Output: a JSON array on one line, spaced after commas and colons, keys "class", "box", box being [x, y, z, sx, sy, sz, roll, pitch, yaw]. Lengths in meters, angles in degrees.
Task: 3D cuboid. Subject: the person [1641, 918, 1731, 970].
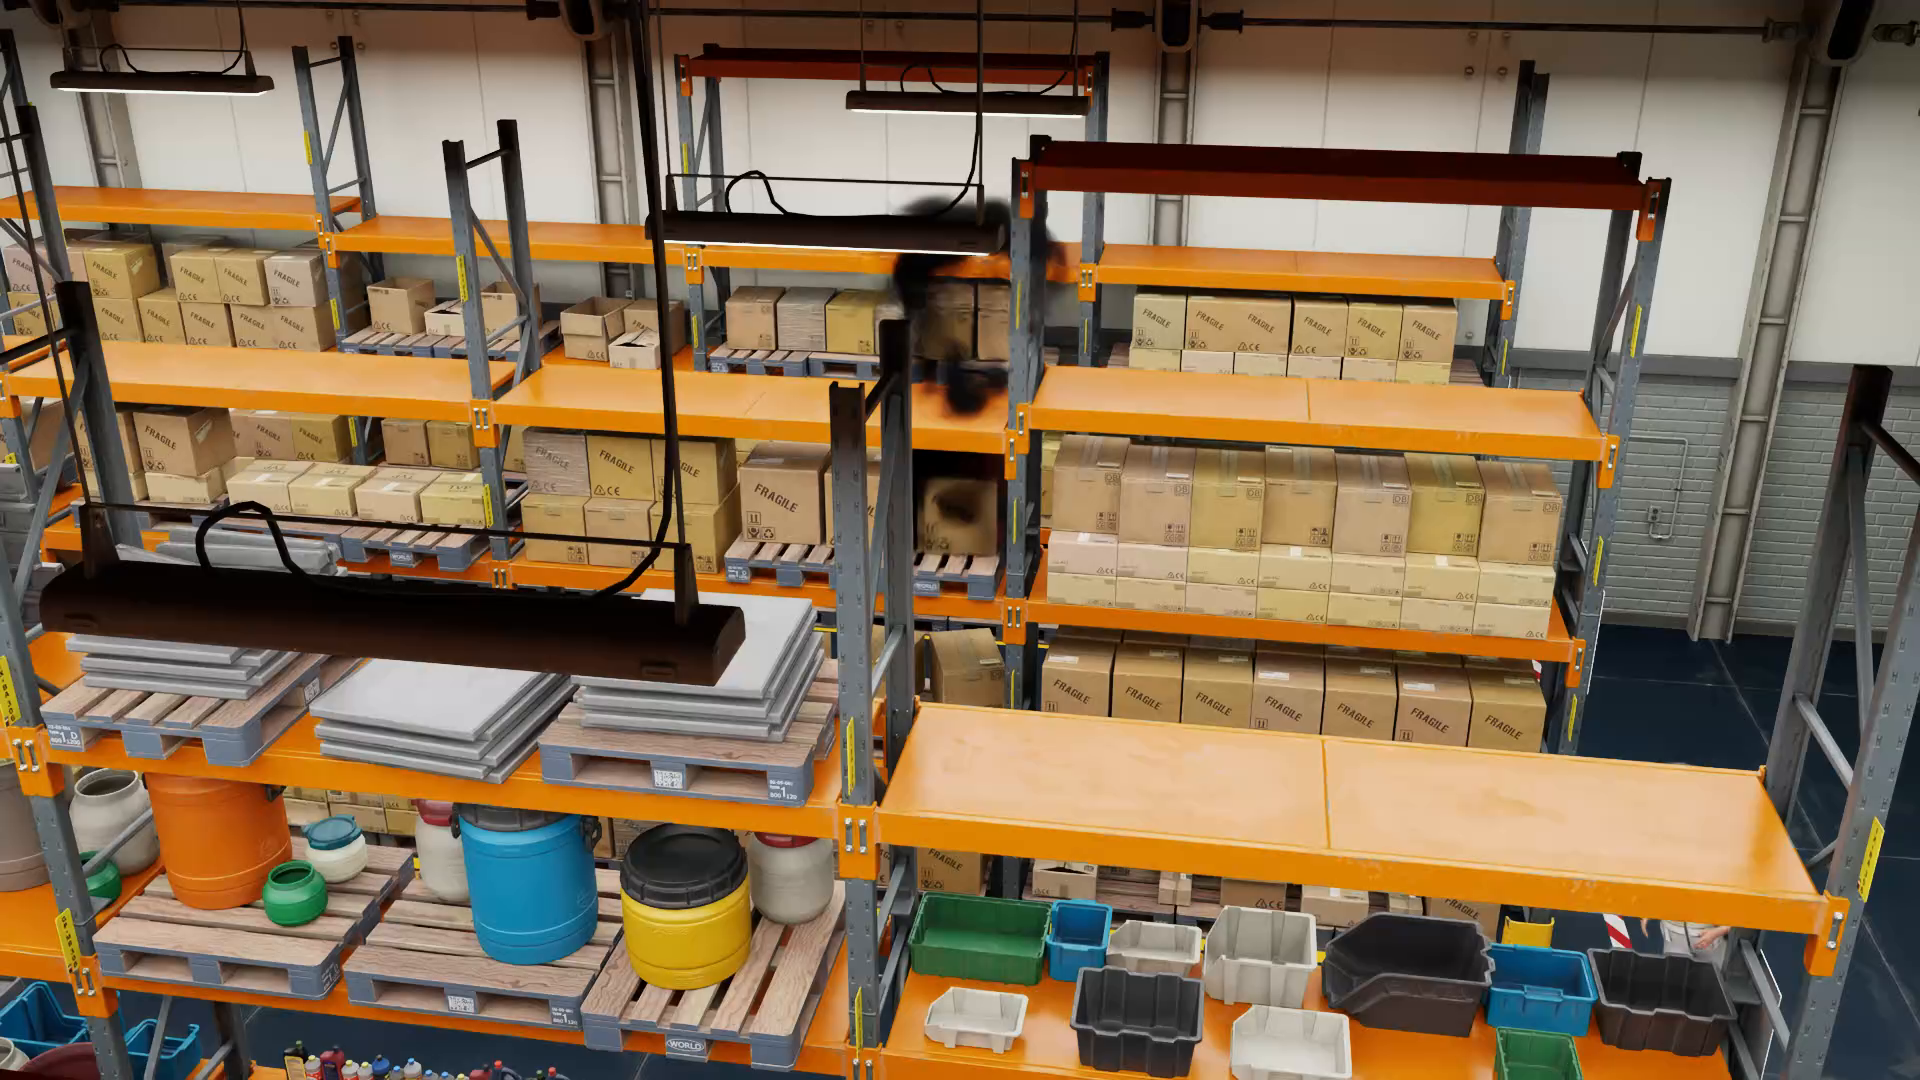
[{"class": "person", "box": [5.111, 2.817, 11.646, 0.768, 1.791, 0.660, 12, 26, 27]}]
